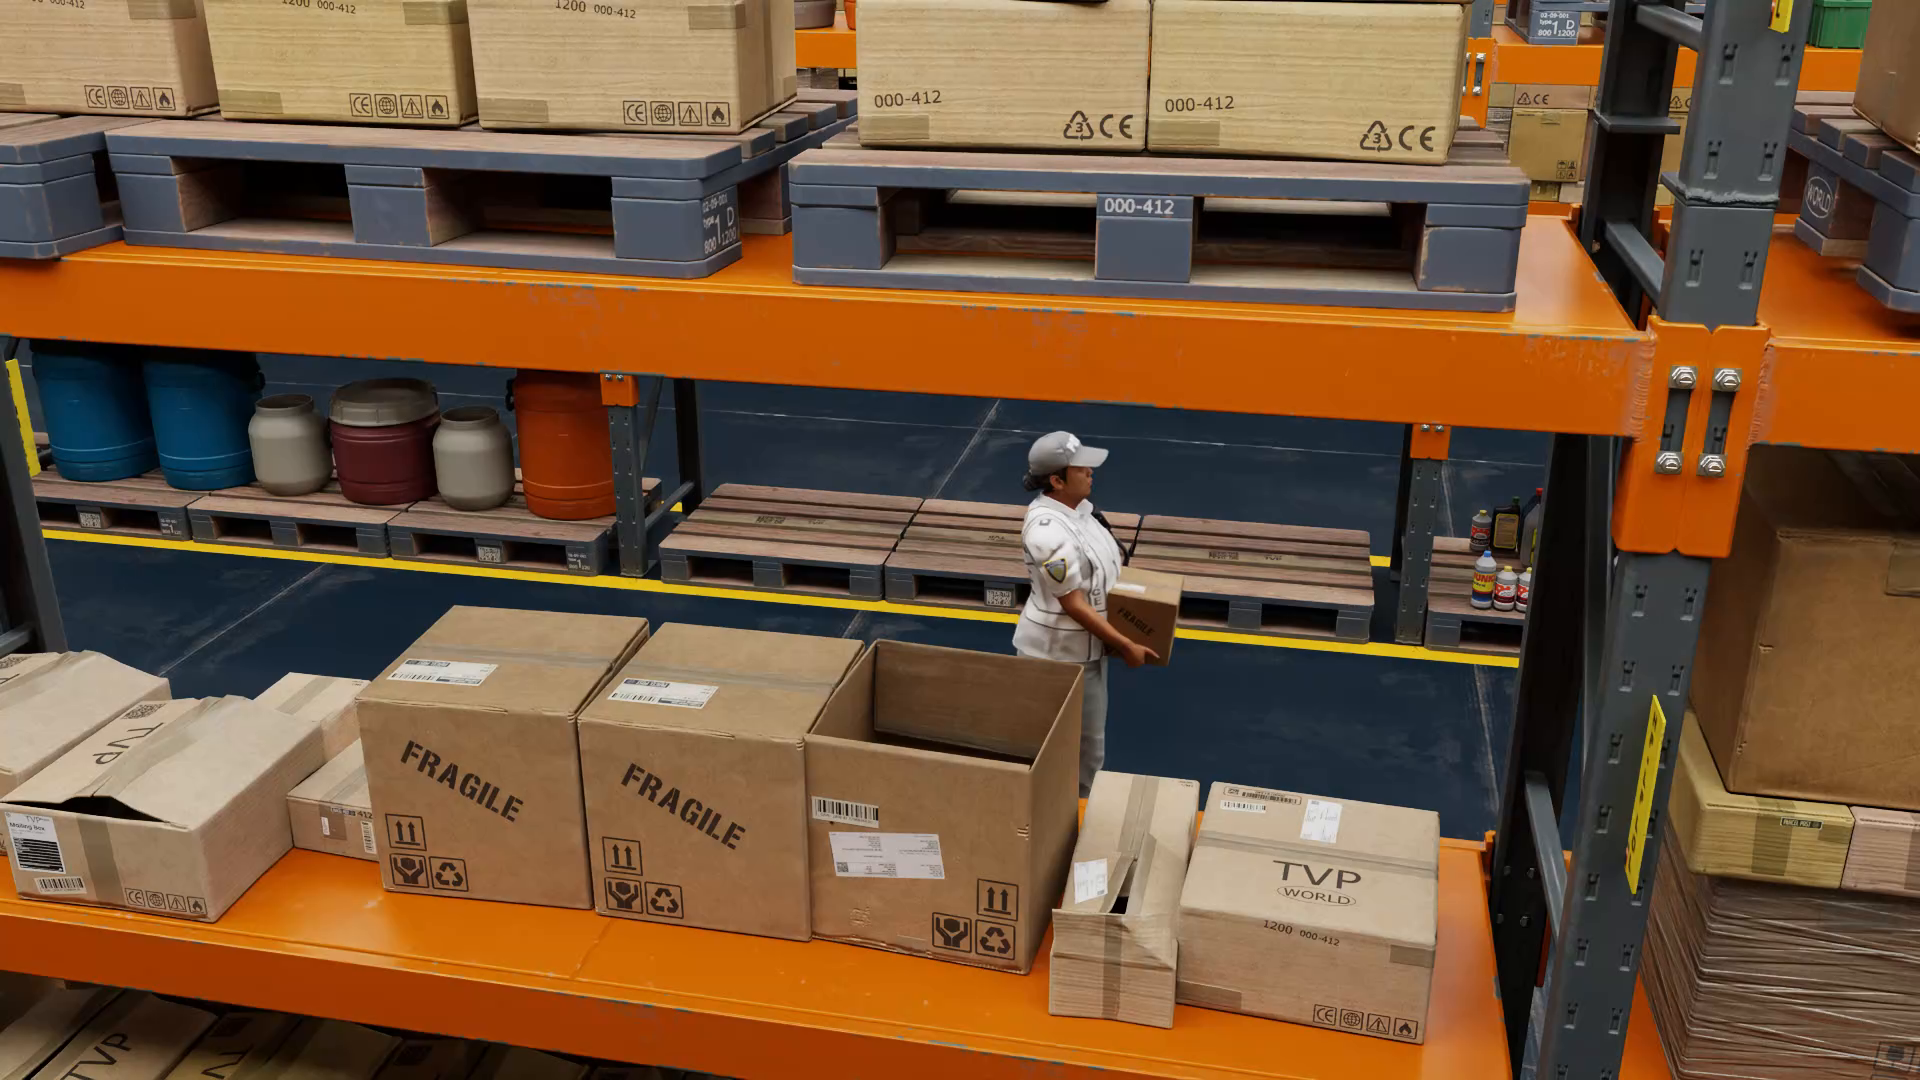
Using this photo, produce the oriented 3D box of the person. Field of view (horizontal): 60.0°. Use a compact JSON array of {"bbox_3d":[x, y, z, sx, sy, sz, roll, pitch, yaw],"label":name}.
[{"bbox_3d":[0.468,0.408,6.070,0.541,1.653,0.453,4,22,11],"label":"person"}]
